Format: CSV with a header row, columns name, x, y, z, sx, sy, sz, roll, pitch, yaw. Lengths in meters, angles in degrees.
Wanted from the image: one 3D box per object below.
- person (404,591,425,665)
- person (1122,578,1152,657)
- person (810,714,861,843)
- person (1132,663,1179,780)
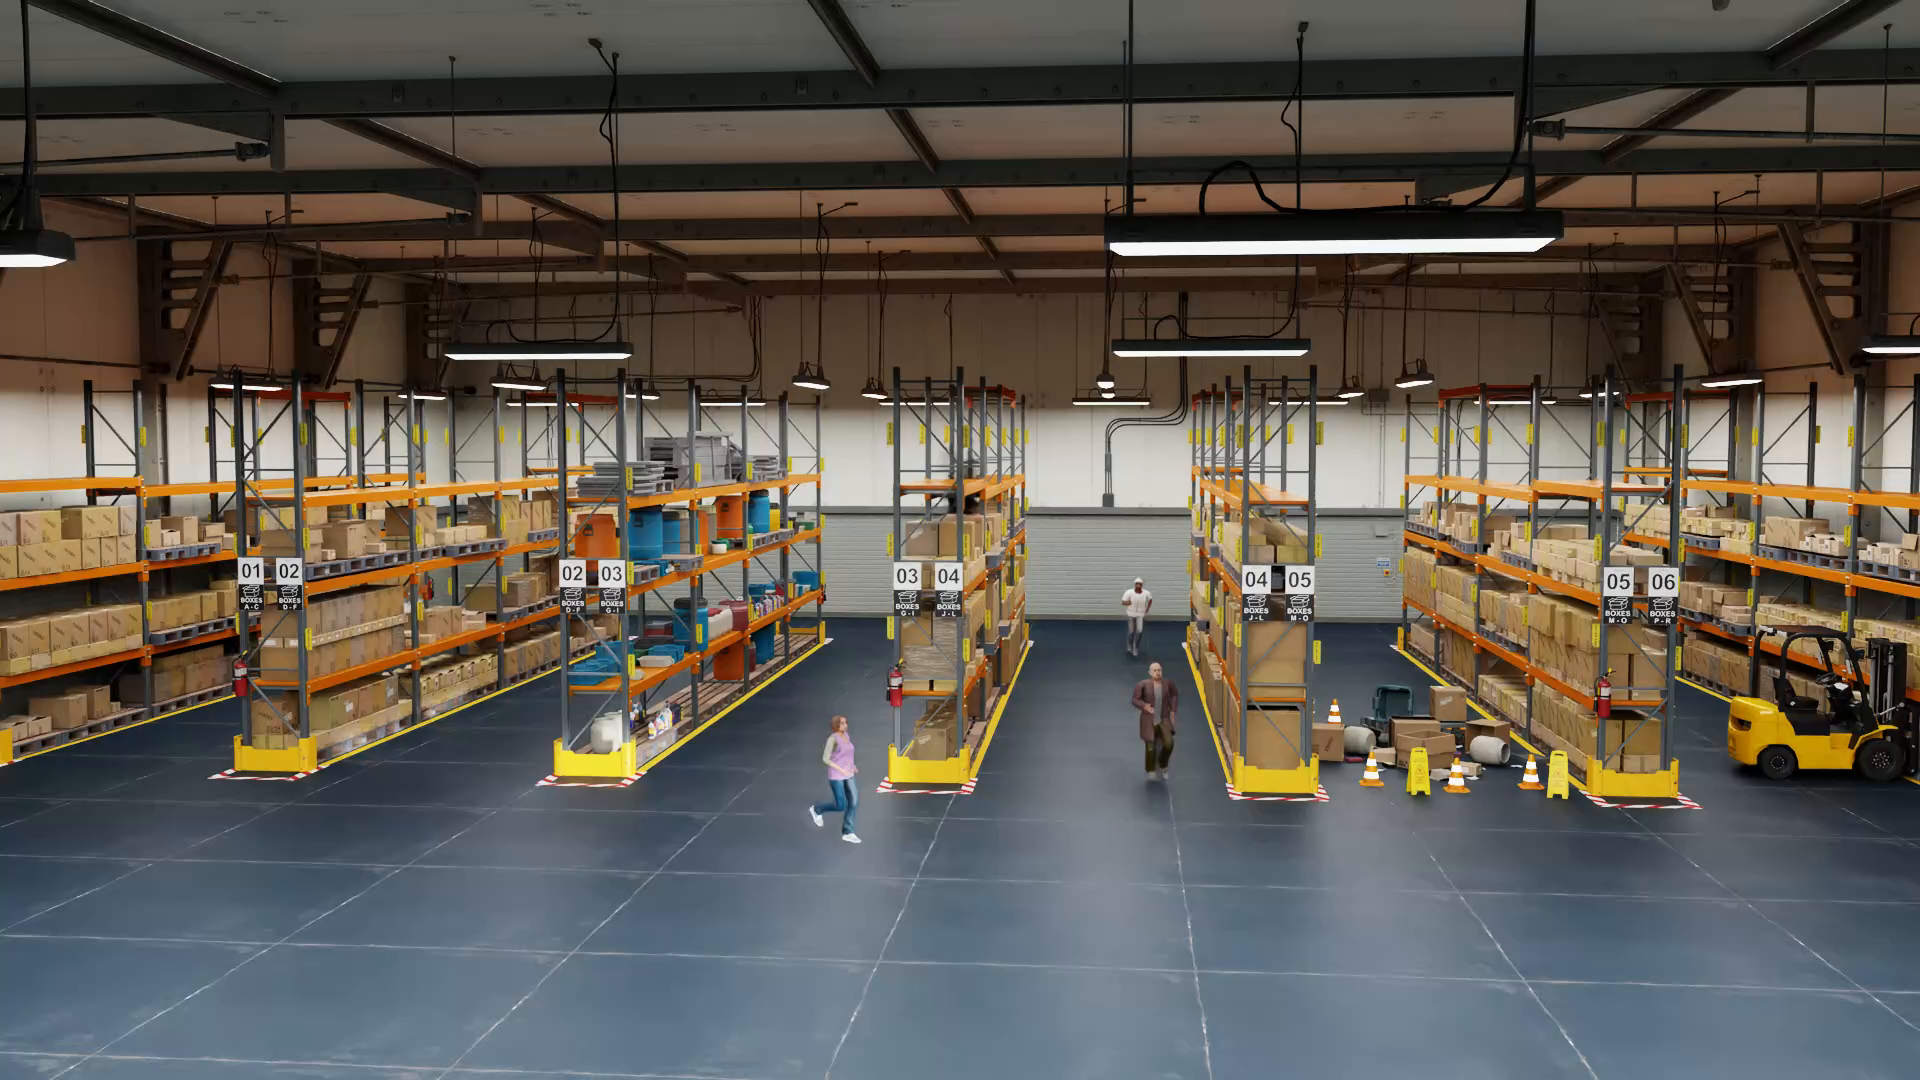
name,x,y,z,sx,sy,sz,roll,pitch,yaw
person,-11.902,1.927,36.173,0.578,1.684,0.782,-1,4,-8
person,4.051,1.772,38.080,0.696,1.825,0.744,0,4,6
person,-1.520,2.946,20.620,0.723,1.574,0.545,2,4,32
person,2.841,2.634,24.065,0.729,1.727,0.790,0,4,-4
